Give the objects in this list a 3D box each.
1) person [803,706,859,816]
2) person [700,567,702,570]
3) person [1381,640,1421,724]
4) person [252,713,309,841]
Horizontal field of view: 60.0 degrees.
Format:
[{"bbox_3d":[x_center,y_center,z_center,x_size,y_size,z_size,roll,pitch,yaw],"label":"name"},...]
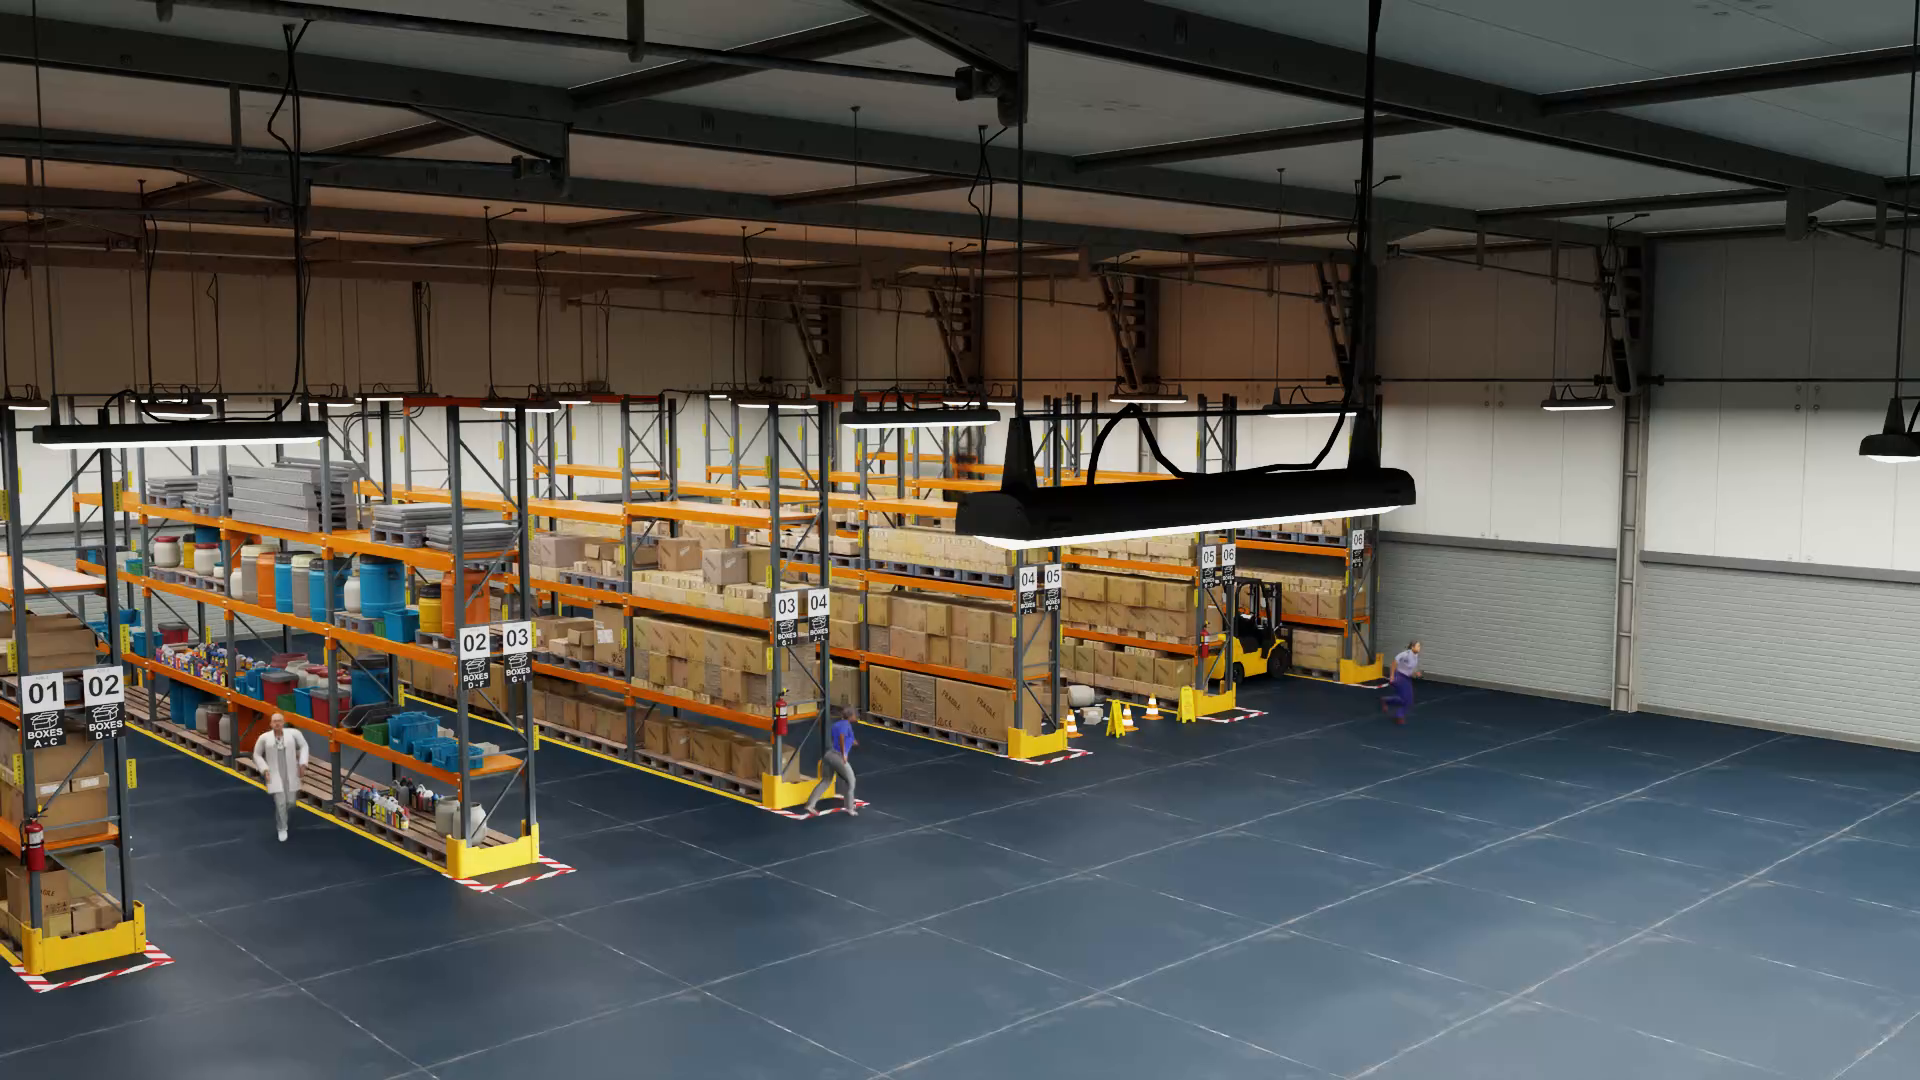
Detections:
[{"bbox_3d":[-1.794,3.237,23.898,0.878,1.671,0.639,-4,7,-34],"label":"person"},{"bbox_3d":[-6.755,1.227,44.244,0.545,1.711,0.711,5,7,39],"label":"person"},{"bbox_3d":[8.146,2.607,30.687,0.703,1.587,0.599,4,7,34],"label":"person"},{"bbox_3d":[-9.408,3.248,23.059,0.725,1.763,0.708,-3,6,-26],"label":"person"}]
